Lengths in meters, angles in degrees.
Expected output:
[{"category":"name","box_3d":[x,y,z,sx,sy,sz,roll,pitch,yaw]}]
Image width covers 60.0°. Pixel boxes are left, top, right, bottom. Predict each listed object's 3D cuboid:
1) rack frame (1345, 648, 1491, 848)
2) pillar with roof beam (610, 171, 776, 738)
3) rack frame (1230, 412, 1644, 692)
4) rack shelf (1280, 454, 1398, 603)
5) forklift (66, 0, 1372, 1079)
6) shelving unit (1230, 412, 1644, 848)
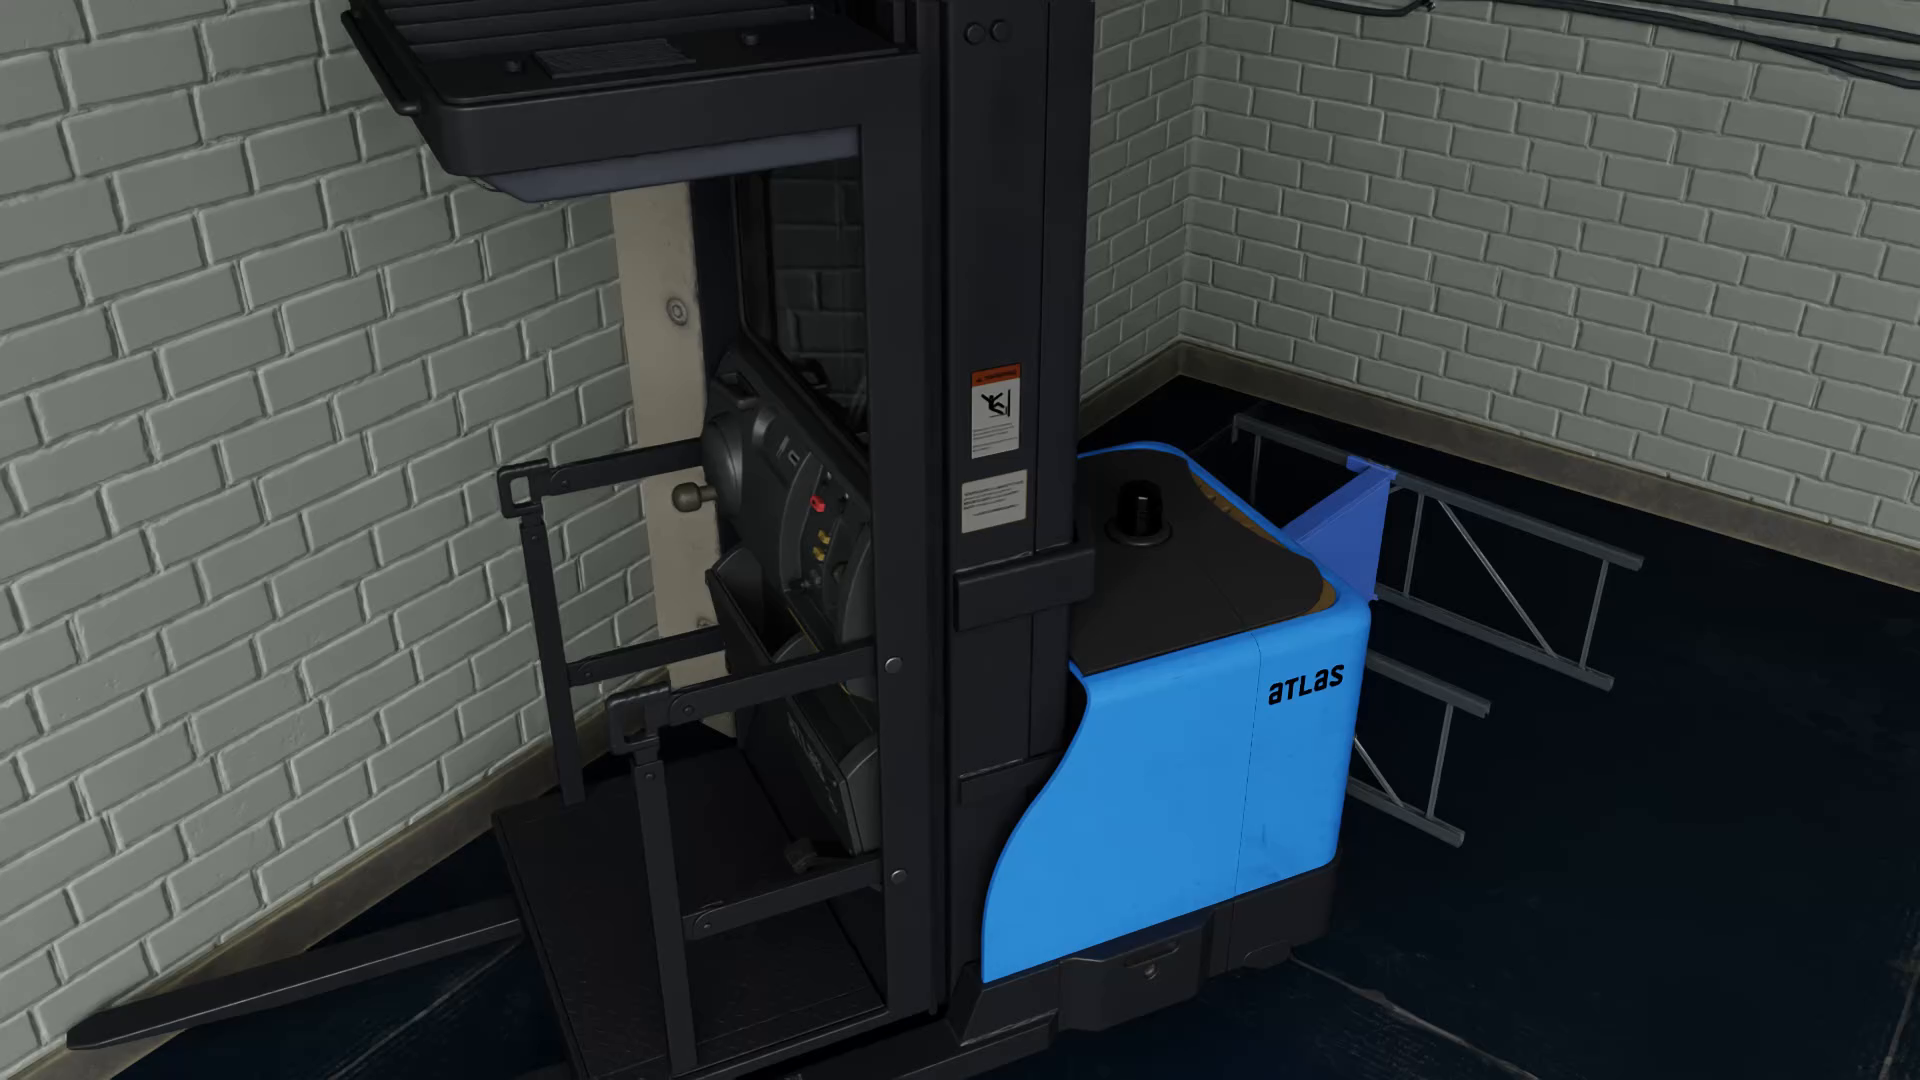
[{"category":"rack frame","box_3d":[0.870,0.400,5.047,1.500,0.500,0.032,25,39,35]},{"category":"pillar with roof beam","box_3d":[2.725,-2.052,0.886,9.100,9.000,0.400,21,37,31]},{"category":"rack frame","box_3d":[1.551,0.015,5.696,1.500,0.500,0.032,25,39,35]},{"category":"rack shelf","box_3d":[1.077,0.146,5.475,0.185,0.538,1.000,25,39,35]},{"category":"forklift","box_3d":[-0.570,-0.094,3.534,3.031,2.935,1.130,-13,33,-21]},{"category":"shelving unit","box_3d":[1.211,0.208,5.372,1.500,0.538,1.048,25,39,35]}]
